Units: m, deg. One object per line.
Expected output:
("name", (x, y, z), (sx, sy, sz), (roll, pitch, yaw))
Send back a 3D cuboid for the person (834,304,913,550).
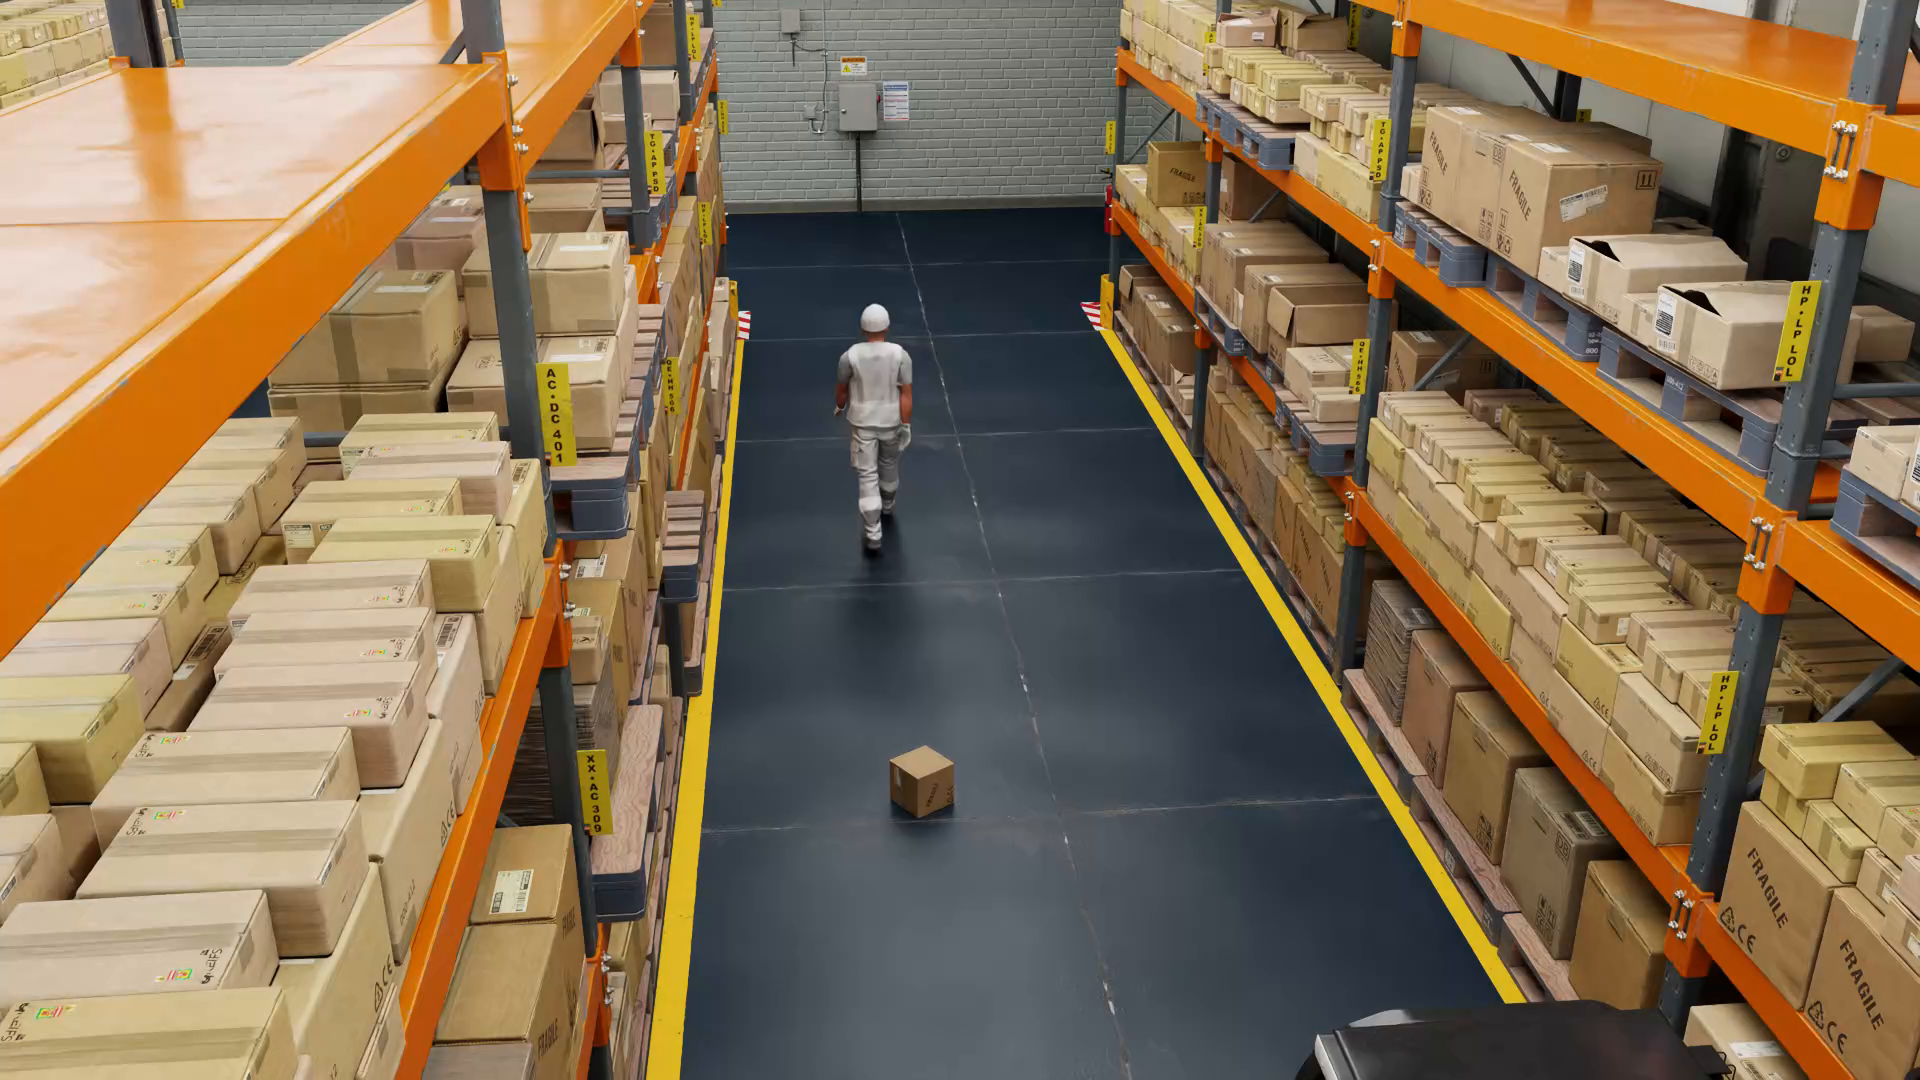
("person", (-0.630, -0.891, 12.105), (0.546, 1.739, 1.039), (-4, 24, -9))
